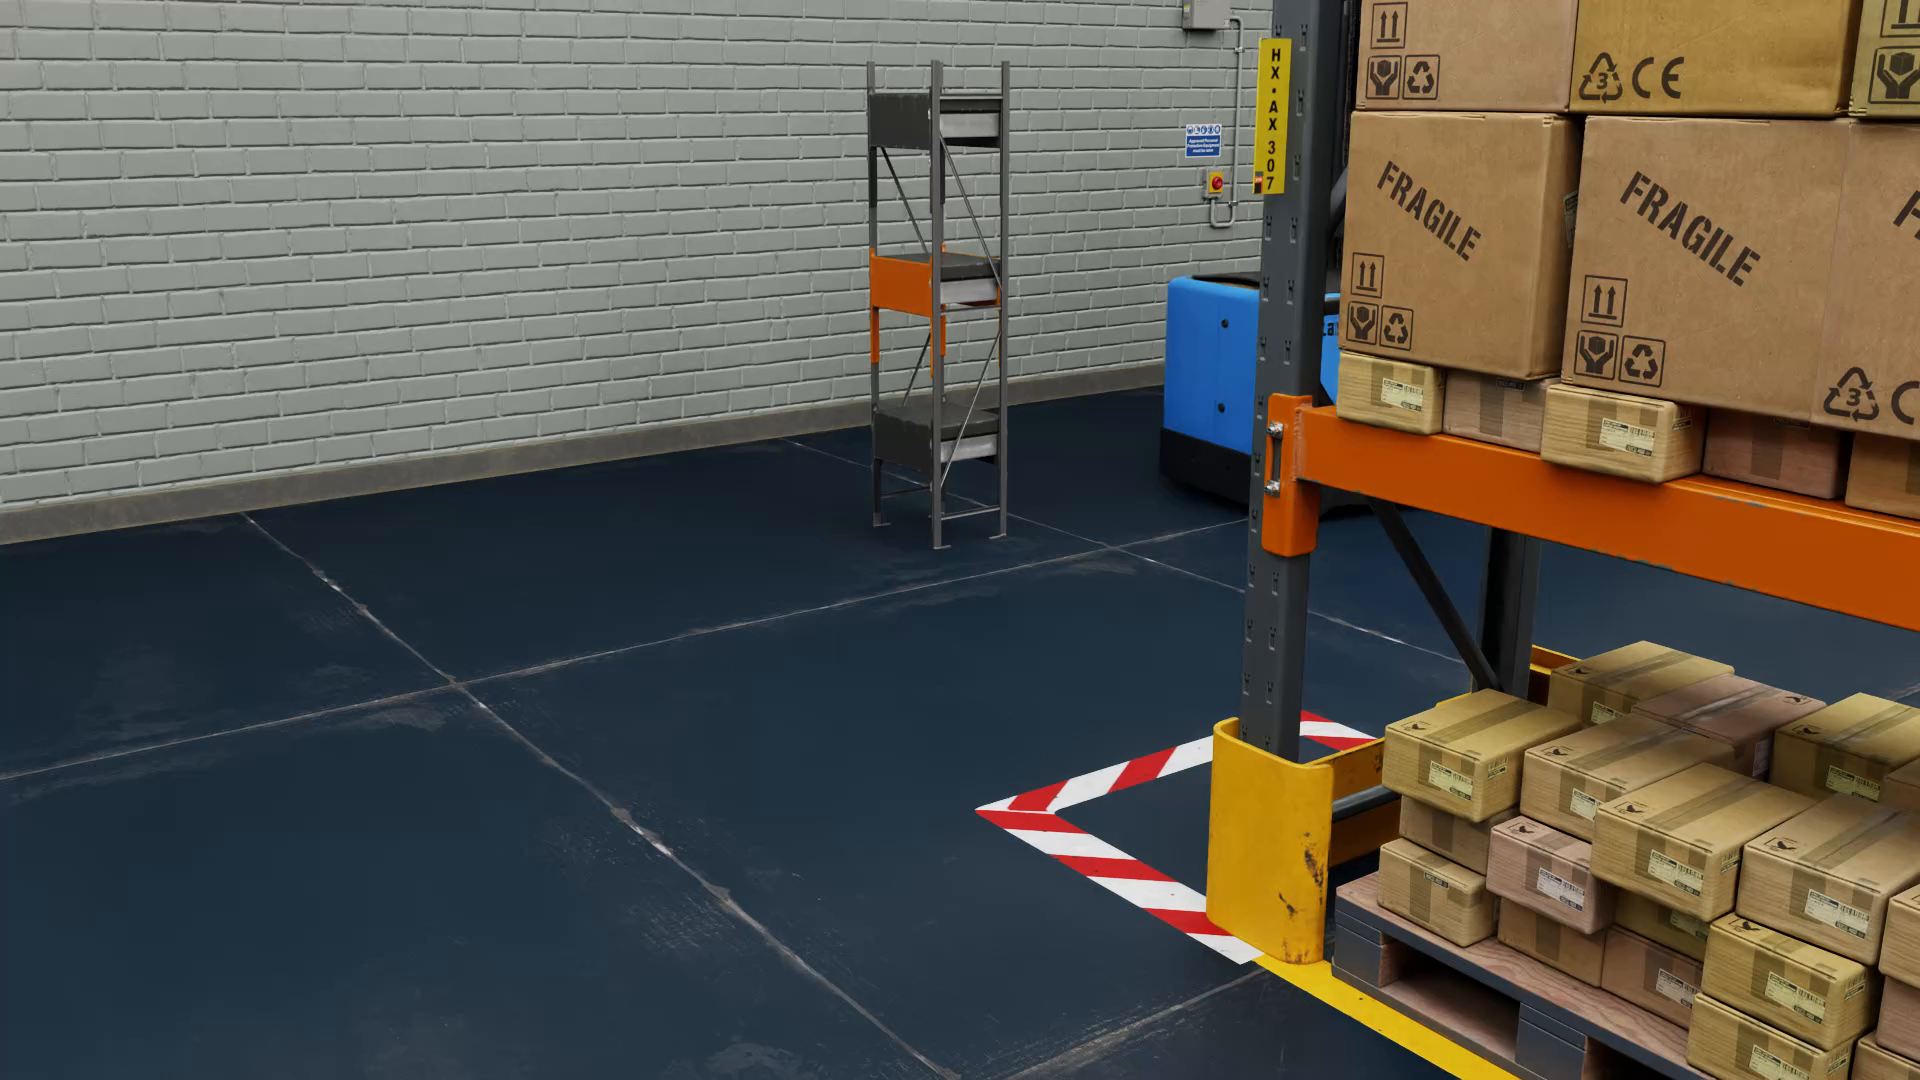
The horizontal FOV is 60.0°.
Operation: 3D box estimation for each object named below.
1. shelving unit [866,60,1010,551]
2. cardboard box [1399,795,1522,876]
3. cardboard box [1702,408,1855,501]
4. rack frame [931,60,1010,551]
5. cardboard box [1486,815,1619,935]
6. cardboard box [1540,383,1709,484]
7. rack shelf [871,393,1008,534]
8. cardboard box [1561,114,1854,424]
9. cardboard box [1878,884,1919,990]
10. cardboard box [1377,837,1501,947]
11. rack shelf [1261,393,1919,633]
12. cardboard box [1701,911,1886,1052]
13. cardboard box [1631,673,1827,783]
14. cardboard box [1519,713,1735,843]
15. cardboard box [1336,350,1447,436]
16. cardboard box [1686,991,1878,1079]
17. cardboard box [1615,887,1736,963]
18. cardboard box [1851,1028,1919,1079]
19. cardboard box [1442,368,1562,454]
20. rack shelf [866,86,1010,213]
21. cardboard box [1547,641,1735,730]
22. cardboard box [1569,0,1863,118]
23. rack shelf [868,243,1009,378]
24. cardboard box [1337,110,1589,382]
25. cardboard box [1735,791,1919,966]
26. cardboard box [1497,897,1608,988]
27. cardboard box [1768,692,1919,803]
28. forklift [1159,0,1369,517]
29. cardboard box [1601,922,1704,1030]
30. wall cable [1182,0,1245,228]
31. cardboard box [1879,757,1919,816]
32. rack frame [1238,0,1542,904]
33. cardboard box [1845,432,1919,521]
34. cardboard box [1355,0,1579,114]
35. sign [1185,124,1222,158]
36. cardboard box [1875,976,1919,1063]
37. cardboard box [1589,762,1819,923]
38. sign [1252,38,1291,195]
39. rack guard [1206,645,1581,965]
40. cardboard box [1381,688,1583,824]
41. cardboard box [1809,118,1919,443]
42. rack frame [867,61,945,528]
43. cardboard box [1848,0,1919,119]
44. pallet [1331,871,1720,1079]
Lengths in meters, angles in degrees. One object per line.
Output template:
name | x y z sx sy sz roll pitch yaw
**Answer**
shelving unit | -0.097 -1.048 7.428 0.431 2.100 0.503 -11 19 -35
cardboard box | 1.217 0.599 3.748 0.380 0.149 0.250 -10 18 -32
cardboard box | 1.603 -0.193 3.076 0.380 0.149 0.250 -10 18 -32
rack frame | 0.046 -0.996 7.238 0.400 2.100 0.015 -11 19 -35
cardboard box | 1.332 0.666 3.503 0.380 0.149 0.250 -11 19 -35
cardboard box | 1.340 -0.227 3.200 0.380 0.149 0.250 -12 19 -36
rack shelf | -0.097 -0.360 7.616 0.431 0.518 0.480 -11 19 -35
cardboard box | 1.492 -0.525 3.059 0.500 0.500 0.500 -11 19 -34
cardboard box | 1.822 0.683 2.878 0.380 0.149 0.250 -10 18 -32
cardboard box | 1.165 0.752 3.752 0.380 0.149 0.250 -10 18 -33
rack shelf | 2.292 0.192 2.556 1.077 0.370 4.000 -11 19 -35
cardboard box | 1.611 0.776 3.100 0.380 0.149 0.250 -10 18 -33
cardboard box | 1.734 0.440 3.766 0.380 0.149 0.250 -10 18 -33
cardboard box | 1.409 0.508 3.515 0.380 0.149 0.250 -10 18 -34
cardboard box | 1.042 -0.341 3.616 0.380 0.149 0.250 -11 19 -35
cardboard box | 1.599 0.919 3.142 0.380 0.149 0.250 -11 19 -34
cardboard box | 1.548 0.704 3.362 0.380 0.149 0.250 -11 19 -34
cardboard box | 1.826 0.958 2.997 0.380 0.149 0.250 -11 19 -34
cardboard box | 1.225 -0.293 3.440 0.380 0.149 0.250 -10 18 -33
rack shelf | -0.097 -1.710 7.247 0.431 0.518 0.480 -11 19 -35
cardboard box | 1.633 0.377 3.994 0.380 0.149 0.250 -11 19 -34
cardboard box | 1.467 -1.012 2.946 0.500 0.500 0.500 -10 18 -33
rack shelf | -0.097 -1.035 7.432 0.431 0.518 0.480 -11 19 -35
cardboard box | 1.157 -0.635 3.462 0.500 0.500 0.500 -10 18 -32
cardboard box | 1.666 0.622 3.099 0.380 0.149 0.250 -12 19 -37
cardboard box | 1.386 0.795 3.594 0.380 0.149 0.250 -11 19 -35
cardboard box | 1.989 0.475 3.636 0.380 0.149 0.250 -11 19 -36
forklift | 2.576 -1.764 8.468 3.031 2.935 1.130 -8 17 -26
cardboard box | 1.537 0.847 3.404 0.380 0.149 0.250 -11 19 -34
wall cable | 1.727 -3.078 11.155 0.585 1.953 0.123 -11 19 -35
cardboard box | 2.090 0.540 3.398 0.380 0.149 0.250 -12 19 -37
rack frame | 1.116 -0.582 4.021 1.000 3.000 0.127 -11 19 -35
cardboard box | 1.743 -0.131 2.850 0.380 0.149 0.250 -11 19 -35
cardboard box | 1.166 -1.119 3.336 0.500 0.500 0.500 -11 19 -35
sign | 1.652 -2.708 11.278 0.327 0.218 0.001 -11 19 -35
cardboard box | 1.844 0.818 2.947 0.380 0.149 0.250 -12 19 -37
cardboard box | 1.454 0.582 3.246 0.380 0.149 0.250 -11 19 -35
sign | 0.678 -0.915 3.599 0.100 0.325 0.005 -11 19 -35
rack guard | 1.161 0.640 4.292 1.175 0.500 0.348 -11 19 -35
cardboard box | 1.150 0.468 3.662 0.380 0.149 0.250 -12 19 -37
cardboard box | 1.770 -0.418 2.669 0.500 0.500 0.500 -11 19 -34
rack frame | -0.241 -1.100 7.618 0.400 2.100 0.015 -11 19 -35
cardboard box | 1.755 -0.898 2.527 0.500 0.500 0.500 -11 19 -36
pallet | 1.610 0.958 3.676 1.003 0.211 1.213 -11 19 -35
